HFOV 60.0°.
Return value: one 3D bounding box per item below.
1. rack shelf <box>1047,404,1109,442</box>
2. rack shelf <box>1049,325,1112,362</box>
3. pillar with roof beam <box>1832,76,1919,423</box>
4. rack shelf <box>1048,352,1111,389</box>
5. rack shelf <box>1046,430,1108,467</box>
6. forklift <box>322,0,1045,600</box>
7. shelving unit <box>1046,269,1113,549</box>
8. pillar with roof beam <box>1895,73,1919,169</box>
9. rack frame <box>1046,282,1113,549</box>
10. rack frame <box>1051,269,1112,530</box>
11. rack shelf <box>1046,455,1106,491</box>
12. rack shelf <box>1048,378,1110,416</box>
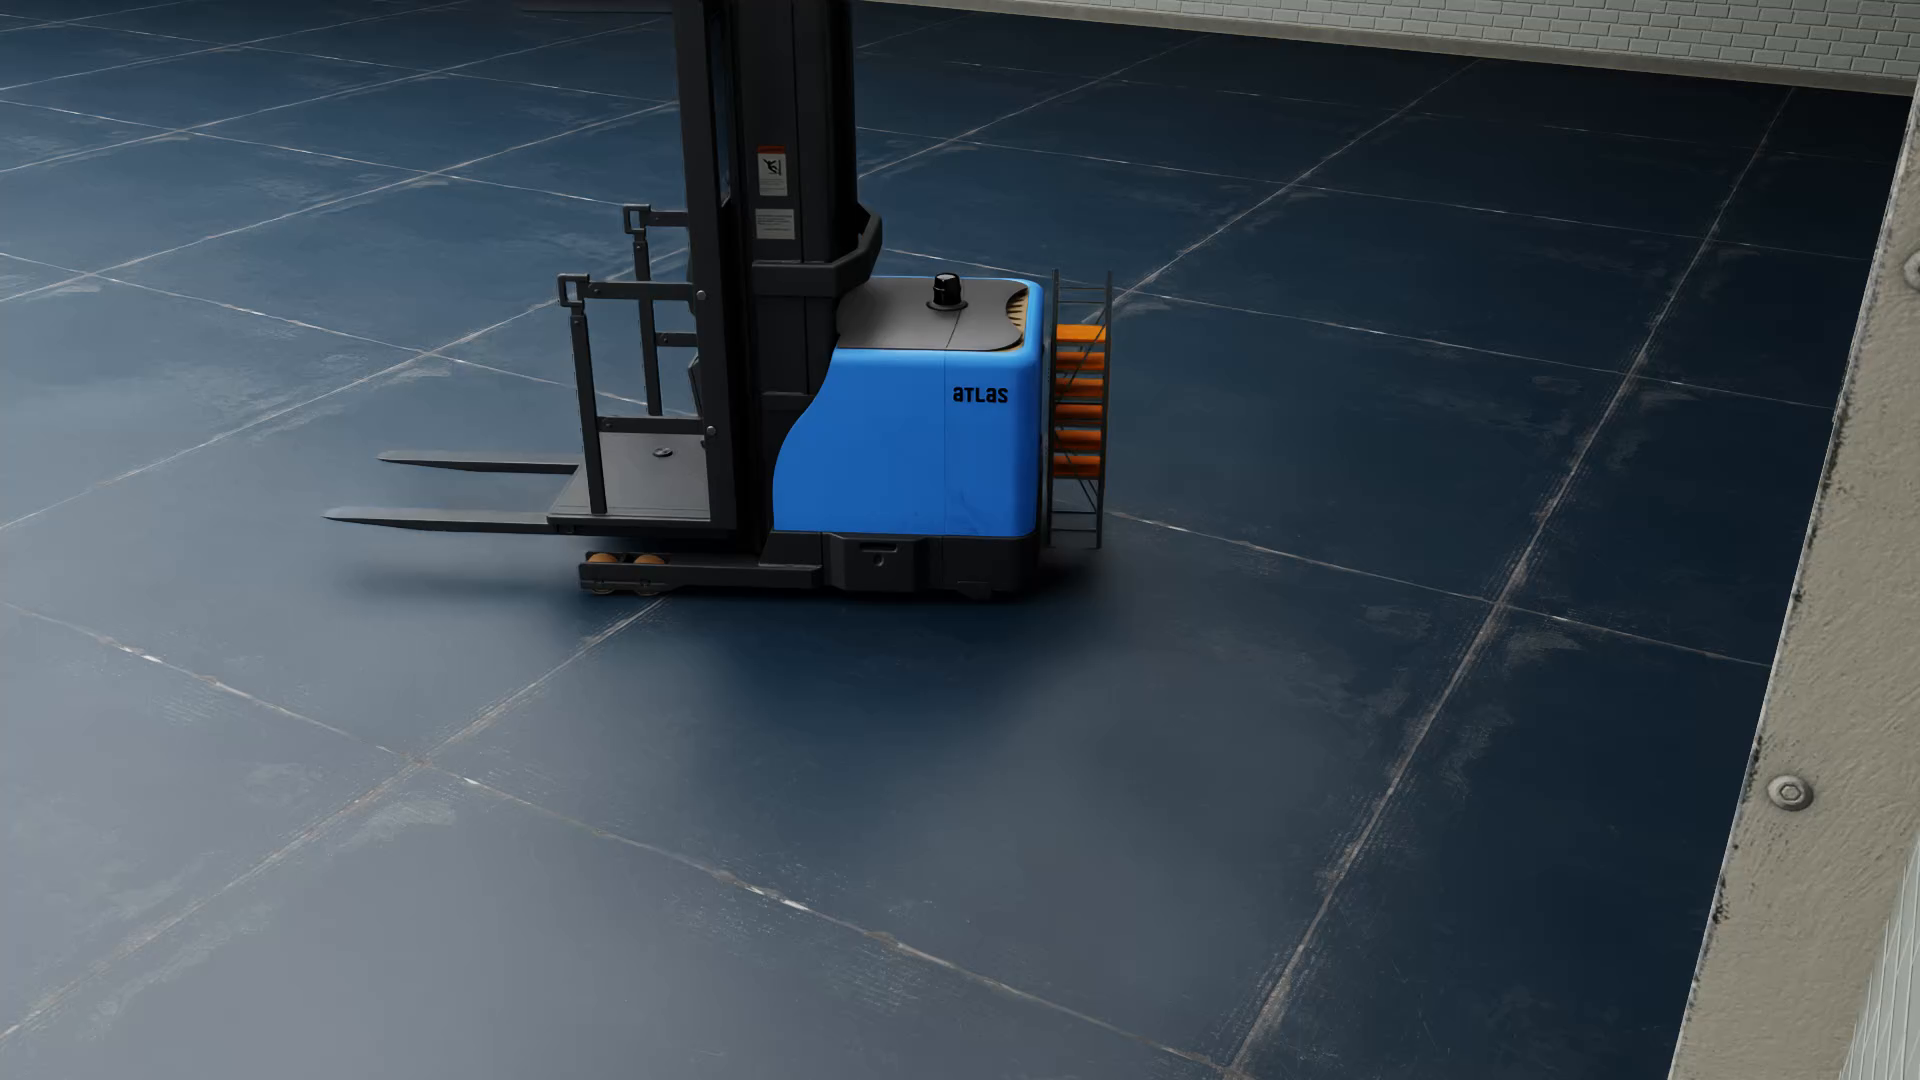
[{"bbox_3d":[0.502,-0.502,7.088,0.258,0.103,0.180,2,27,3],"label":"rack shelf"},{"bbox_3d":[0.503,-0.824,6.927,0.258,0.103,0.180,2,27,3],"label":"rack shelf"},{"bbox_3d":[0.958,-5.619,8.500,9.100,9.000,0.400,14,30,26],"label":"pillar with roof beam"},{"bbox_3d":[0.503,-0.717,6.981,0.258,0.103,0.180,2,27,3],"label":"rack shelf"},{"bbox_3d":[0.502,-0.395,7.142,0.258,0.103,0.180,2,27,3],"label":"rack shelf"},{"bbox_3d":[-1.165,-1.314,6.676,3.031,2.935,1.130,2,27,4],"label":"forklift"},{"bbox_3d":[0.502,-0.542,7.069,0.258,1.200,0.189,2,27,3],"label":"shelving unit"},{"bbox_3d":[3.910,-7.958,13.171,9.100,9.000,0.400,14,30,26],"label":"pillar with roof beam"},{"bbox_3d":[0.496,-0.501,6.987,0.240,1.200,0.006,2,27,3],"label":"rack frame"},{"bbox_3d":[0.509,-0.583,7.150,0.240,1.200,0.006,2,27,3],"label":"rack frame"},{"bbox_3d":[0.502,-0.288,7.196,0.258,0.103,0.180,2,27,3],"label":"rack shelf"},{"bbox_3d":[0.502,-0.610,7.035,0.258,0.103,0.180,2,27,3],"label":"rack shelf"}]
